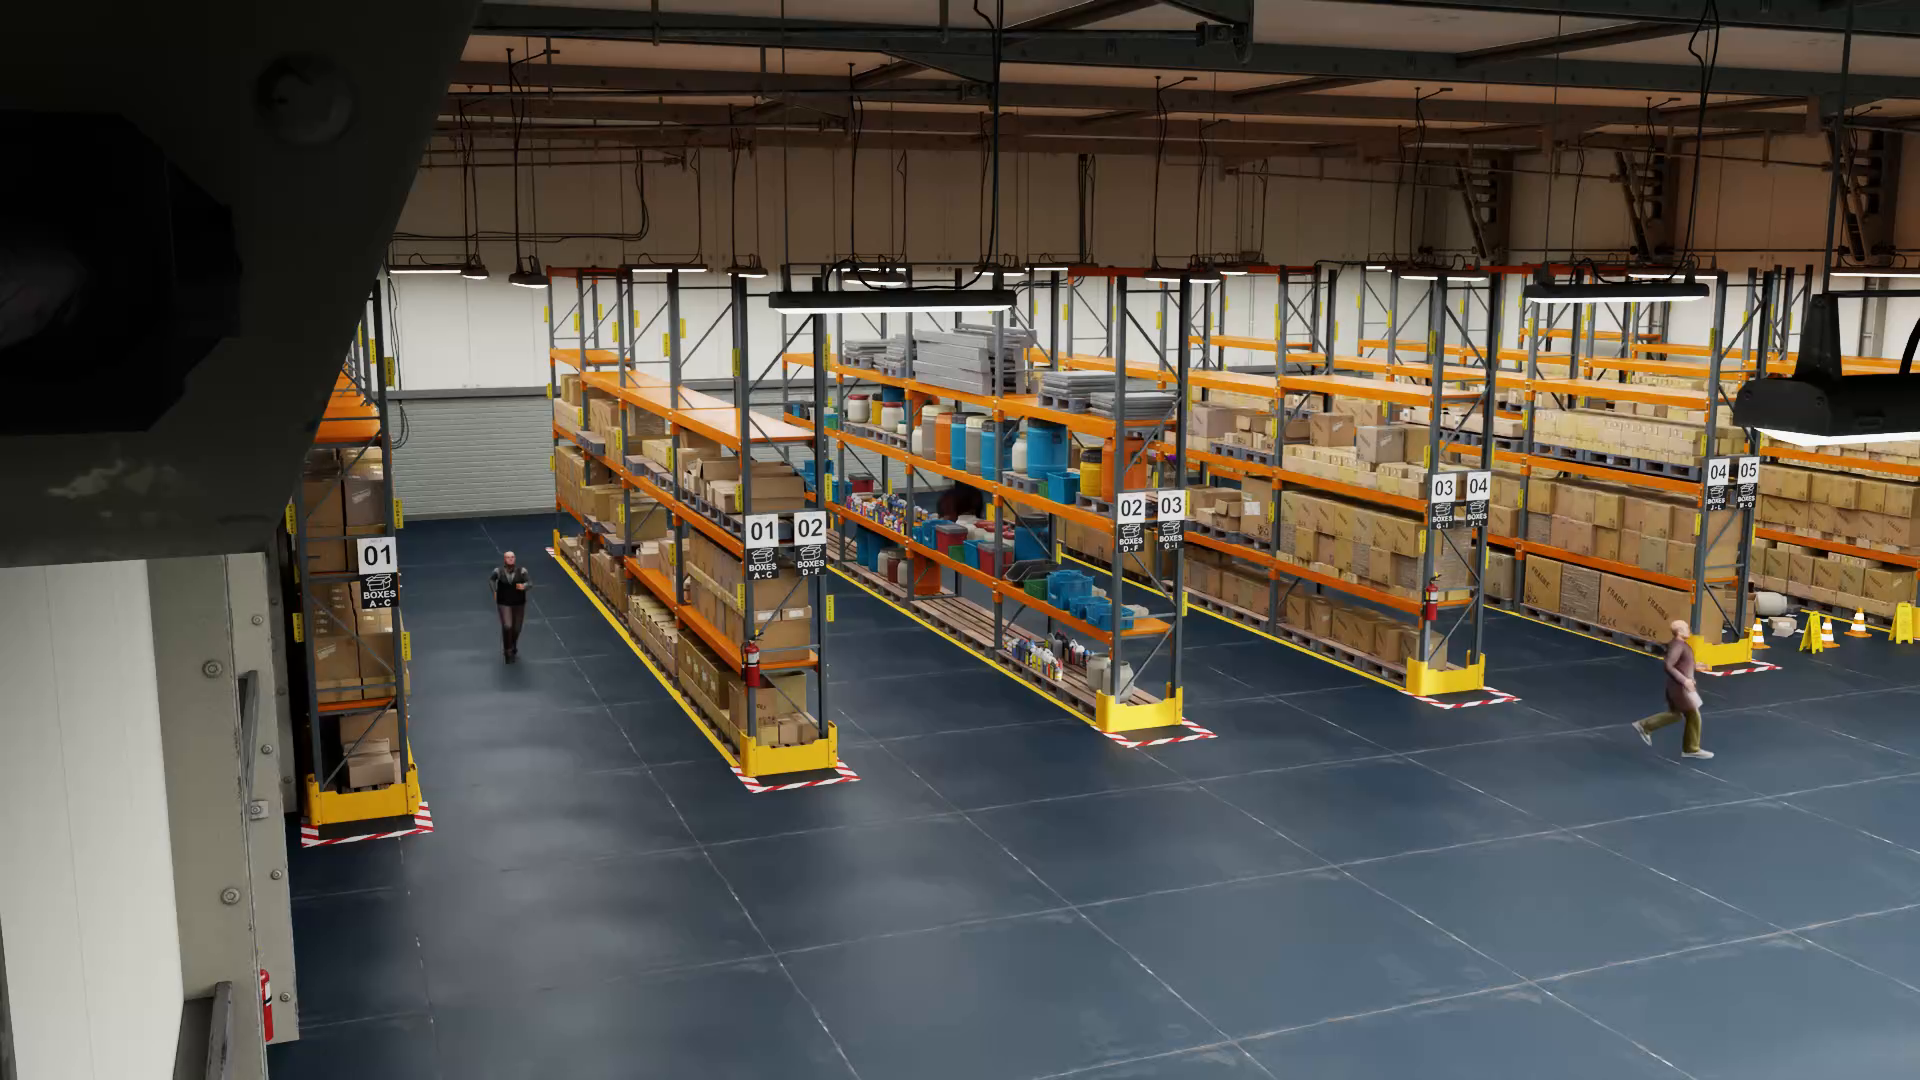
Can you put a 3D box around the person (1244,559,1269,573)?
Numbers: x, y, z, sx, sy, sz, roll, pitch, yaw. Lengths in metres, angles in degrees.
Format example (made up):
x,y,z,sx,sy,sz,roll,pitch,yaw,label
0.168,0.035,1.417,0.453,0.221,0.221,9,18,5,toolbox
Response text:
x,y,z,sx,sy,sz,roll,pitch,yaw,label
5.751,-0.094,32.102,0.707,1.842,0.716,-5,11,-27,person

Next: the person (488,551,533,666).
x,y,z,sx,sy,sz,roll,pitch,yaw,label
-6.965,1.038,25.856,0.635,1.769,0.795,-5,11,-25,person

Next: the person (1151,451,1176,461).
x,y,z,sx,sy,sz,roll,pitch,yaw,label
4.921,-1.596,40.845,0.764,1.766,0.666,10,14,44,person

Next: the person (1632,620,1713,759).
x,y,z,sx,sy,sz,roll,pitch,yaw,label
9.002,1.865,20.882,0.964,1.751,0.720,3,10,15,person
